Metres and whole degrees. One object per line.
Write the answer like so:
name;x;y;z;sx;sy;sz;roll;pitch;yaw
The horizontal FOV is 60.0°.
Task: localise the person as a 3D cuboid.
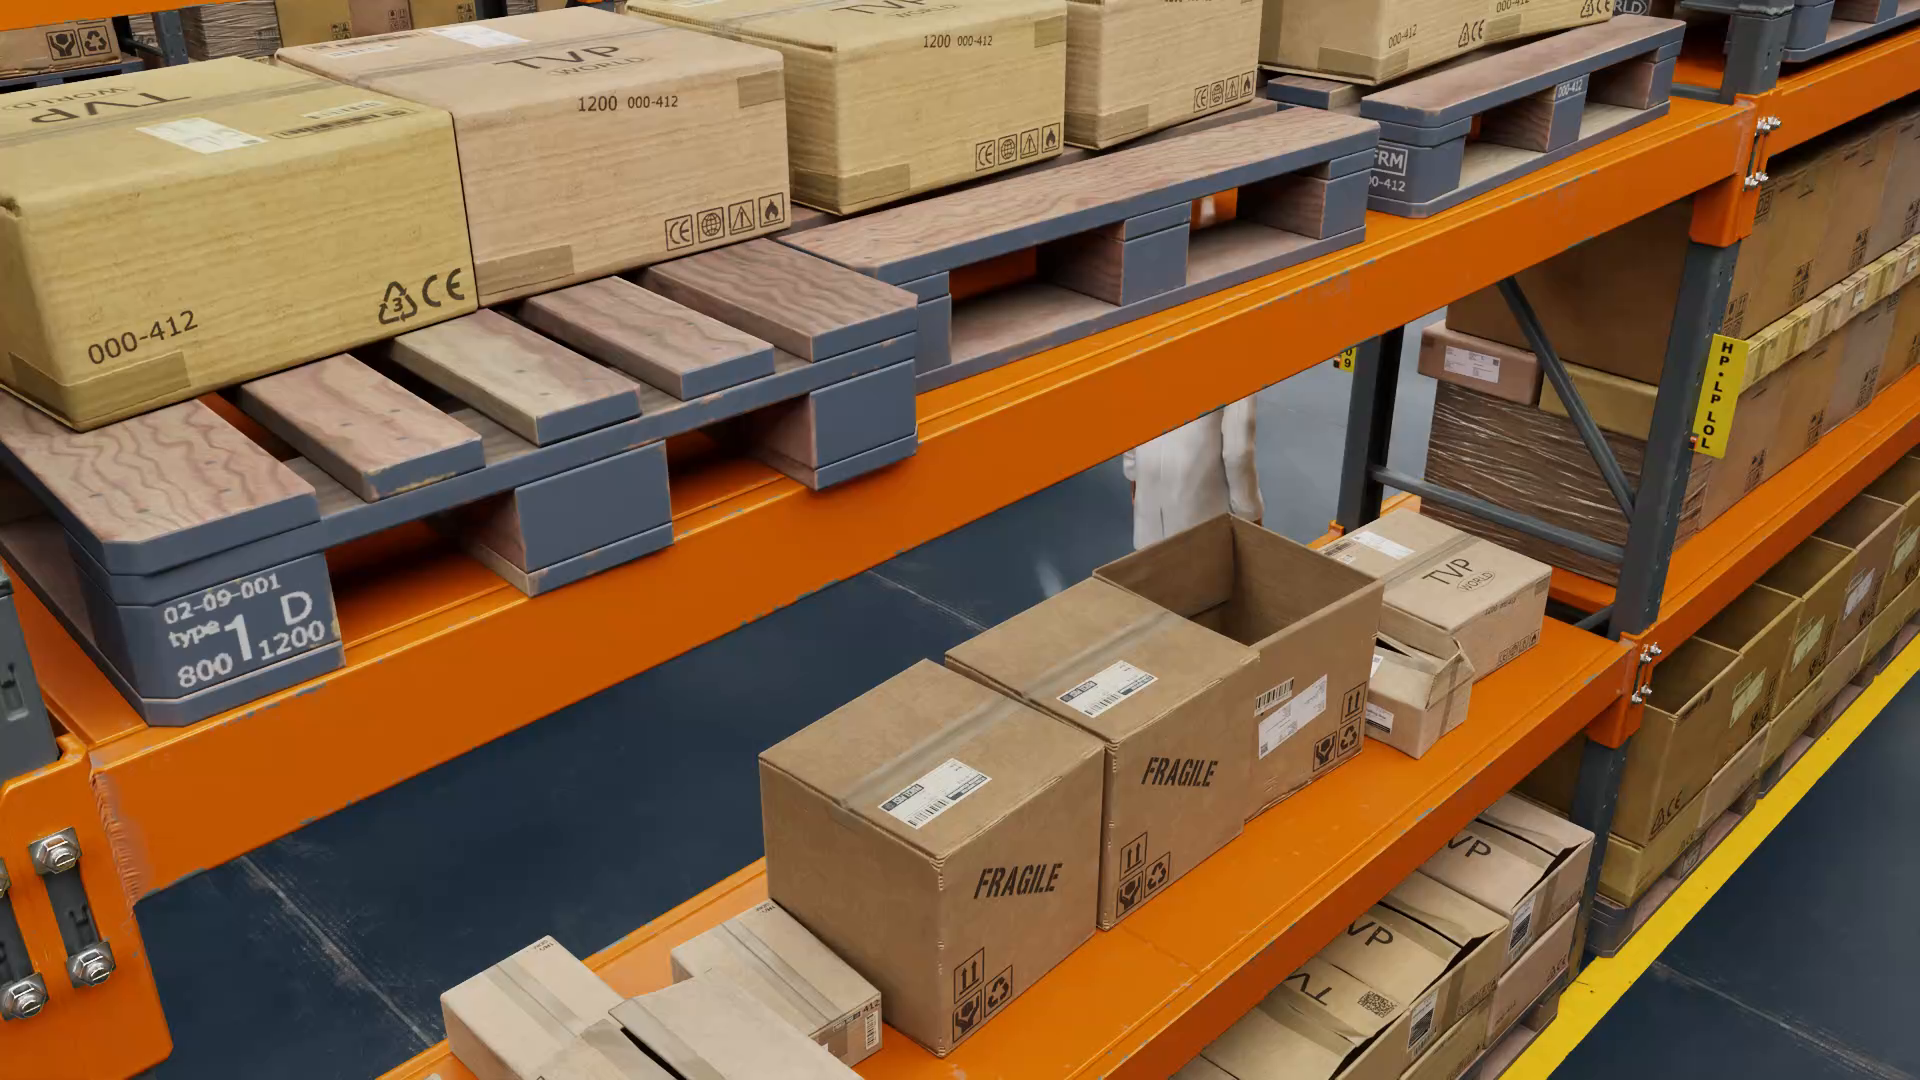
person;0.894;-0.166;6.456;0.648;1.774;0.418;24;36;39
